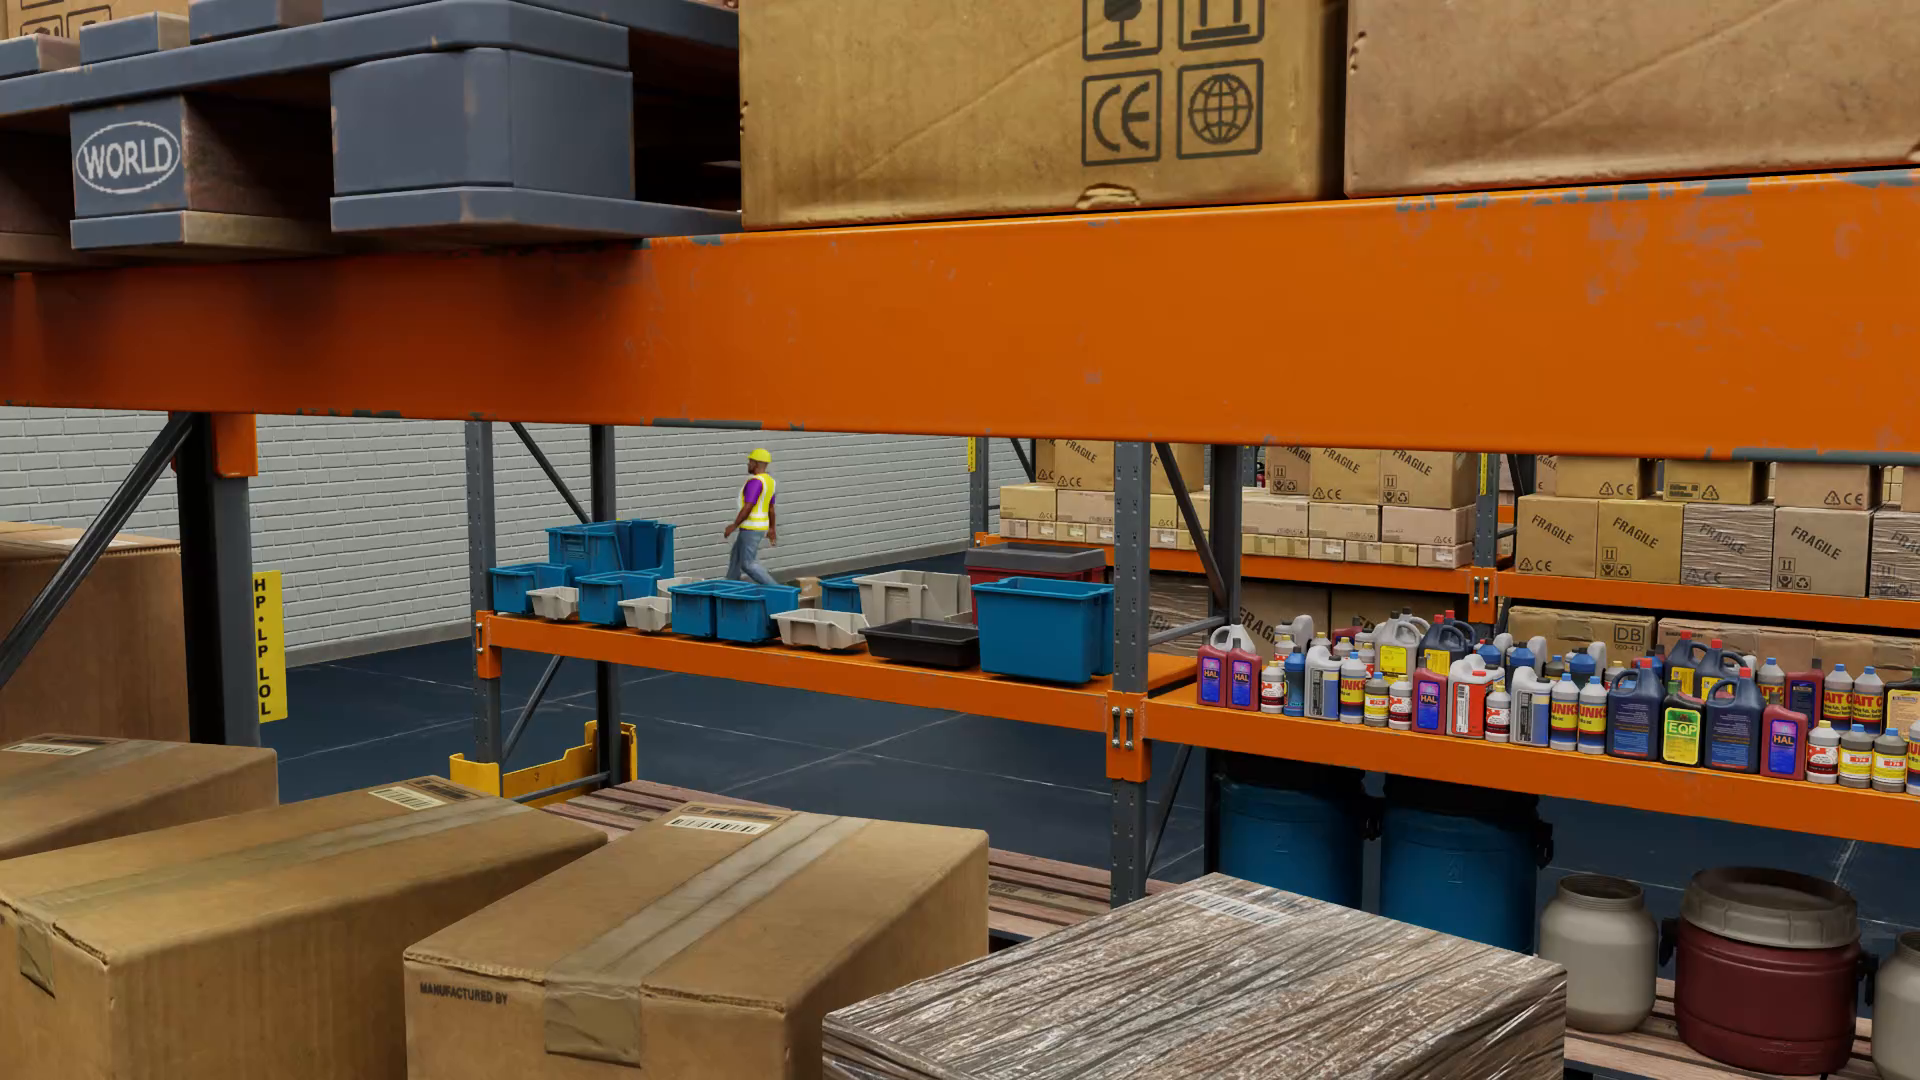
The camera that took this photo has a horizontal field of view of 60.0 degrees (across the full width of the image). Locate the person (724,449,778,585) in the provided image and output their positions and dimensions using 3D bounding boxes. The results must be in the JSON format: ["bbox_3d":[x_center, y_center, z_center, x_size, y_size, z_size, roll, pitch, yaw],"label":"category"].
[{"bbox_3d":[-2.392,-0.140,18.138,0.942,1.705,0.621,1,6,7],"label":"person"}]
